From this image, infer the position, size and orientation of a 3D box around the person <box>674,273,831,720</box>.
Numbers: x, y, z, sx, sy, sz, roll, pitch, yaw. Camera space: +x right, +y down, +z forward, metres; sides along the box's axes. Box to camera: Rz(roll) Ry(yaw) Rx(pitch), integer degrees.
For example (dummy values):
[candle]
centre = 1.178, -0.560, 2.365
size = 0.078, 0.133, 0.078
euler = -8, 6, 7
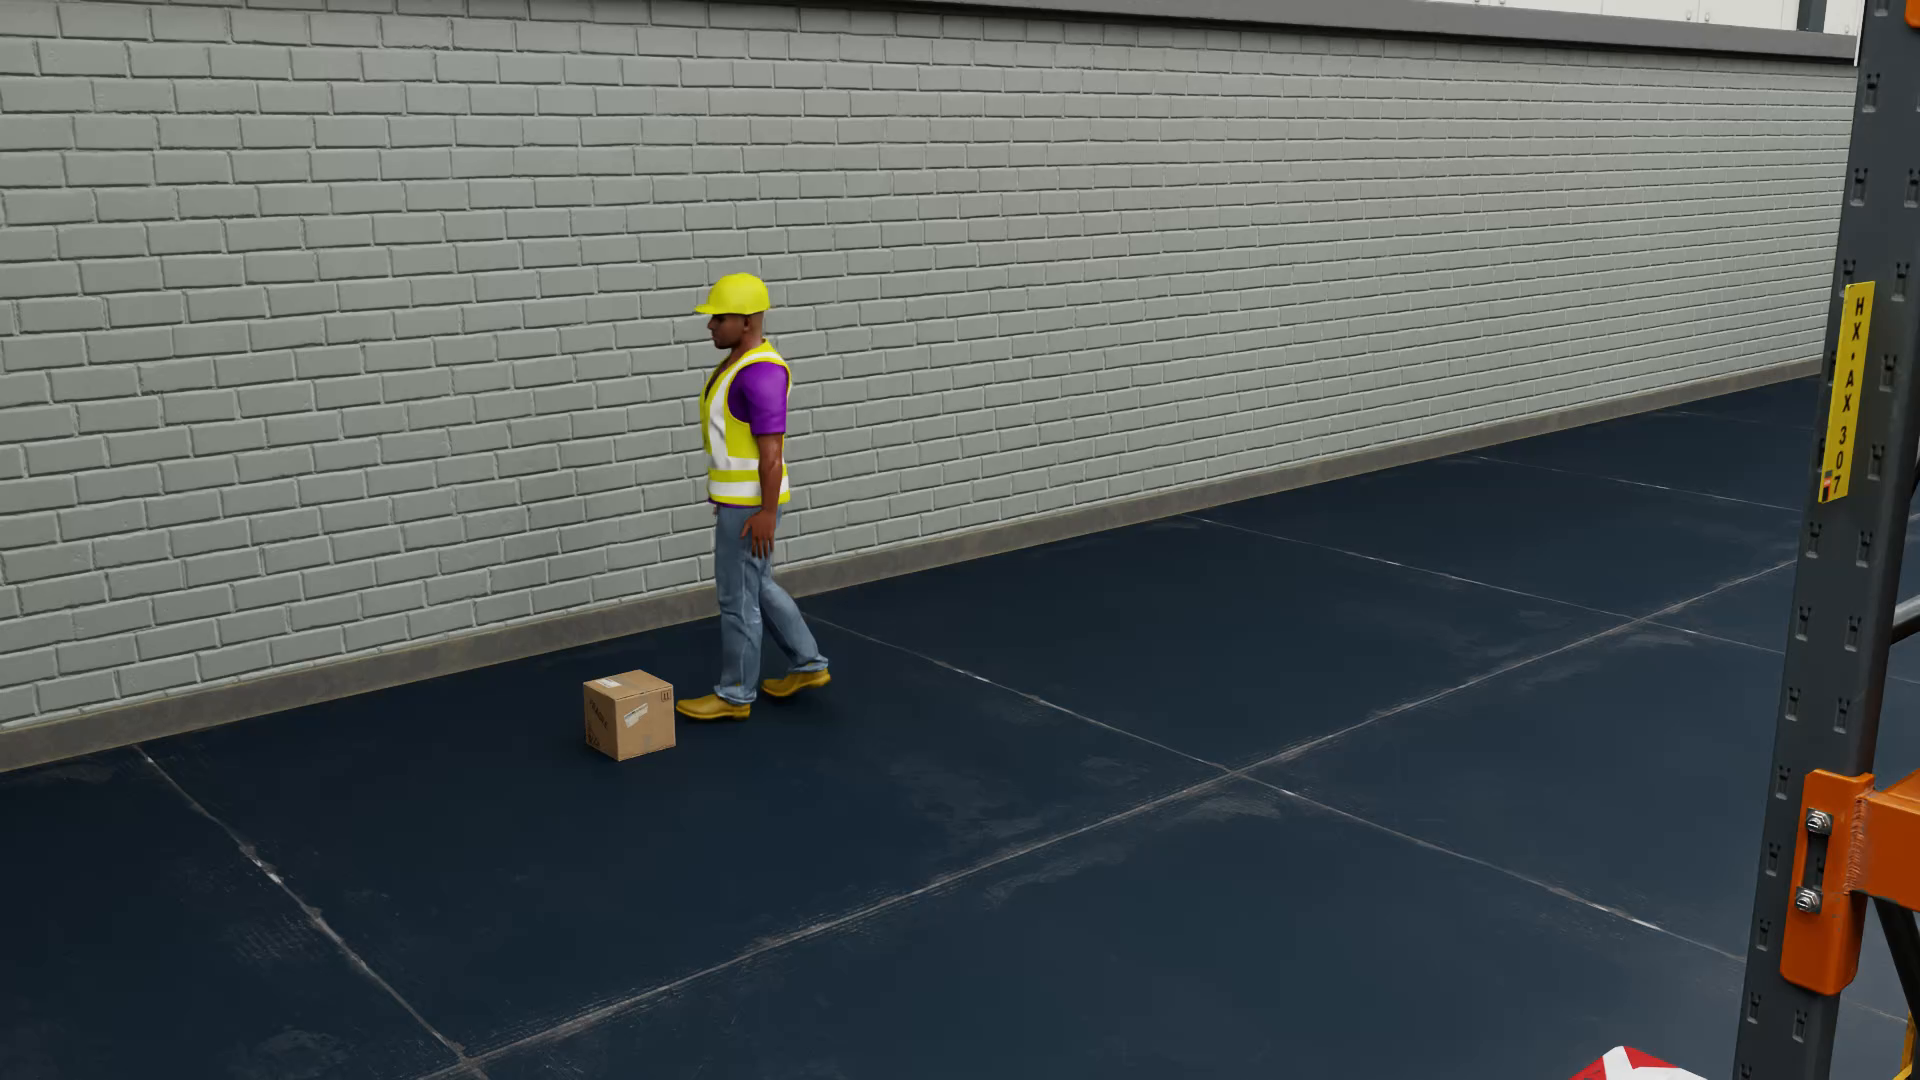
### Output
[person]
centre = -0.835, -0.158, 6.555
size = 0.653, 1.775, 0.588
euler = -3, 14, -13
